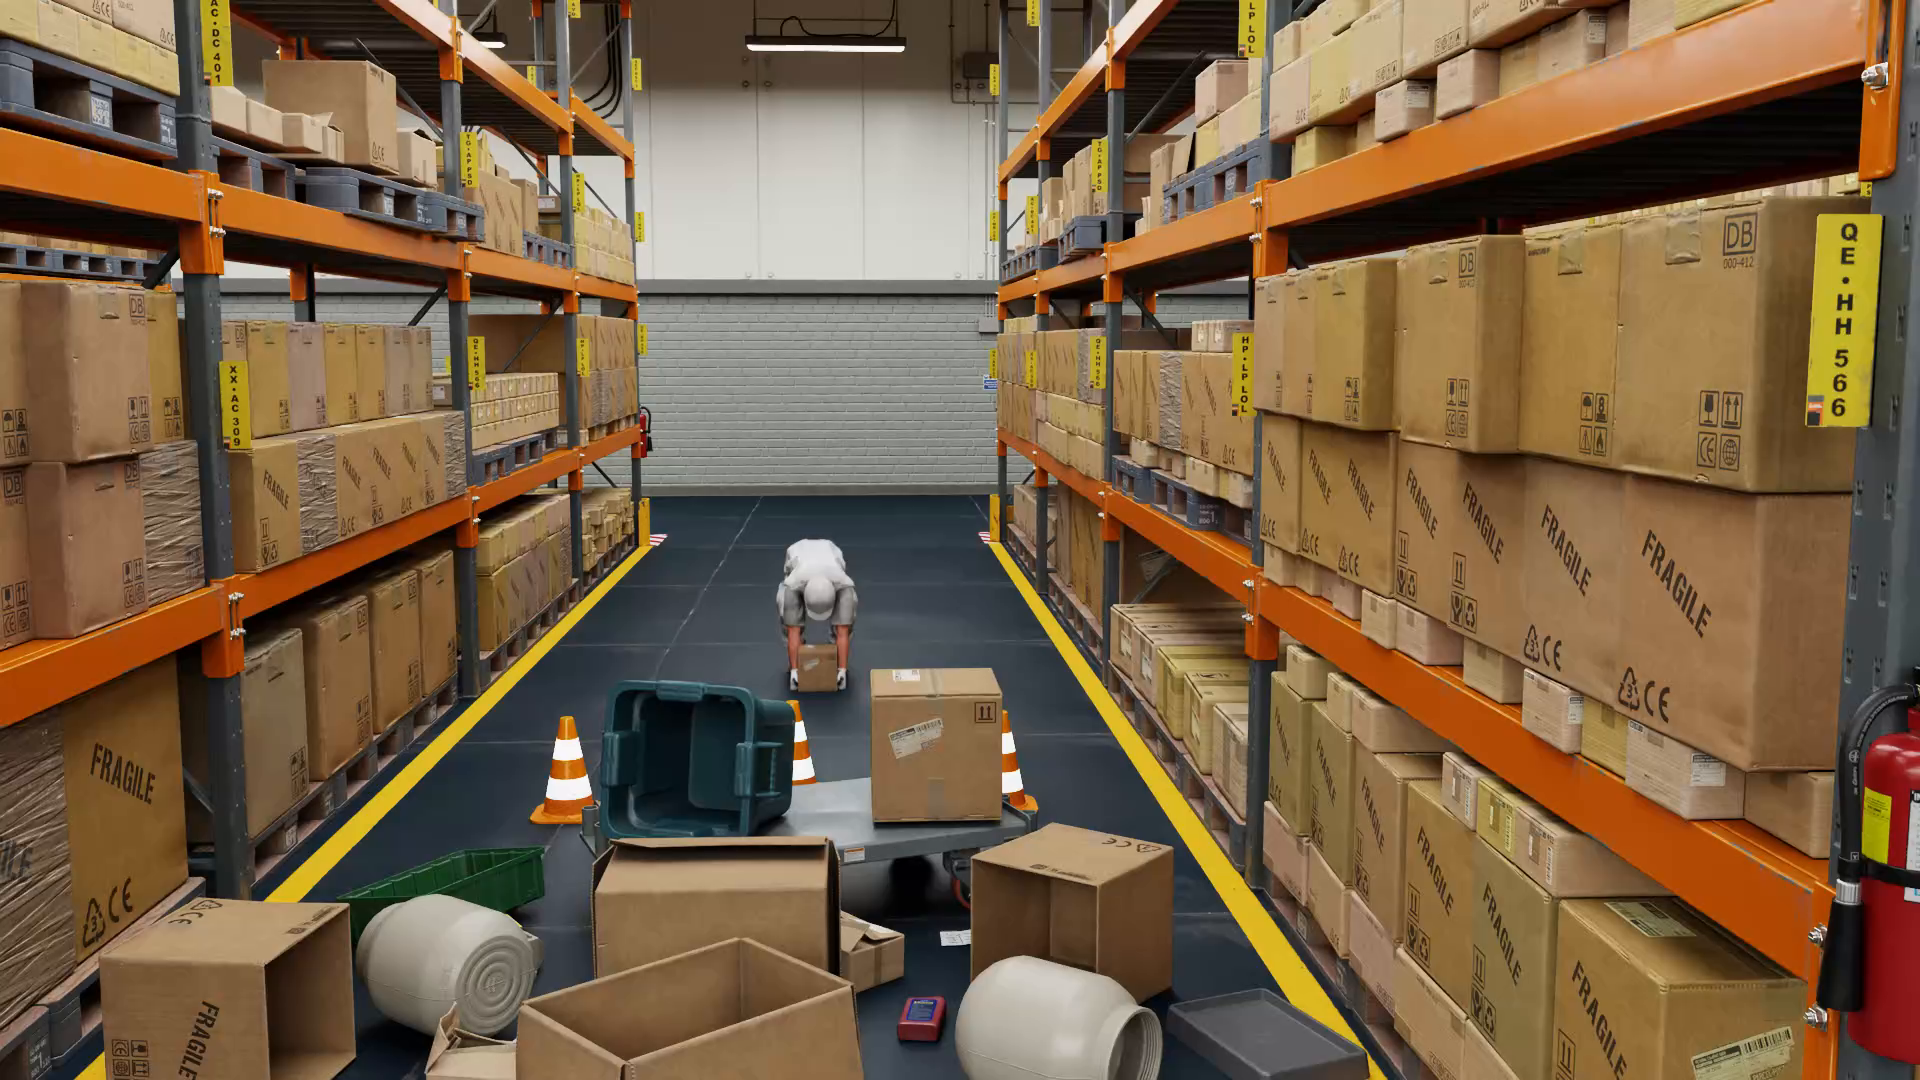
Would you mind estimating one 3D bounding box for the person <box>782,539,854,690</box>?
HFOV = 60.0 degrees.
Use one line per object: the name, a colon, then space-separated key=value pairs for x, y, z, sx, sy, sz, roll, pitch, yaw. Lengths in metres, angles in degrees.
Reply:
person: x=-12.843 y=1.536 z=2.023 sx=26.103 sy=0.914 sz=16.224 roll=-1 pitch=7 yaw=-6
